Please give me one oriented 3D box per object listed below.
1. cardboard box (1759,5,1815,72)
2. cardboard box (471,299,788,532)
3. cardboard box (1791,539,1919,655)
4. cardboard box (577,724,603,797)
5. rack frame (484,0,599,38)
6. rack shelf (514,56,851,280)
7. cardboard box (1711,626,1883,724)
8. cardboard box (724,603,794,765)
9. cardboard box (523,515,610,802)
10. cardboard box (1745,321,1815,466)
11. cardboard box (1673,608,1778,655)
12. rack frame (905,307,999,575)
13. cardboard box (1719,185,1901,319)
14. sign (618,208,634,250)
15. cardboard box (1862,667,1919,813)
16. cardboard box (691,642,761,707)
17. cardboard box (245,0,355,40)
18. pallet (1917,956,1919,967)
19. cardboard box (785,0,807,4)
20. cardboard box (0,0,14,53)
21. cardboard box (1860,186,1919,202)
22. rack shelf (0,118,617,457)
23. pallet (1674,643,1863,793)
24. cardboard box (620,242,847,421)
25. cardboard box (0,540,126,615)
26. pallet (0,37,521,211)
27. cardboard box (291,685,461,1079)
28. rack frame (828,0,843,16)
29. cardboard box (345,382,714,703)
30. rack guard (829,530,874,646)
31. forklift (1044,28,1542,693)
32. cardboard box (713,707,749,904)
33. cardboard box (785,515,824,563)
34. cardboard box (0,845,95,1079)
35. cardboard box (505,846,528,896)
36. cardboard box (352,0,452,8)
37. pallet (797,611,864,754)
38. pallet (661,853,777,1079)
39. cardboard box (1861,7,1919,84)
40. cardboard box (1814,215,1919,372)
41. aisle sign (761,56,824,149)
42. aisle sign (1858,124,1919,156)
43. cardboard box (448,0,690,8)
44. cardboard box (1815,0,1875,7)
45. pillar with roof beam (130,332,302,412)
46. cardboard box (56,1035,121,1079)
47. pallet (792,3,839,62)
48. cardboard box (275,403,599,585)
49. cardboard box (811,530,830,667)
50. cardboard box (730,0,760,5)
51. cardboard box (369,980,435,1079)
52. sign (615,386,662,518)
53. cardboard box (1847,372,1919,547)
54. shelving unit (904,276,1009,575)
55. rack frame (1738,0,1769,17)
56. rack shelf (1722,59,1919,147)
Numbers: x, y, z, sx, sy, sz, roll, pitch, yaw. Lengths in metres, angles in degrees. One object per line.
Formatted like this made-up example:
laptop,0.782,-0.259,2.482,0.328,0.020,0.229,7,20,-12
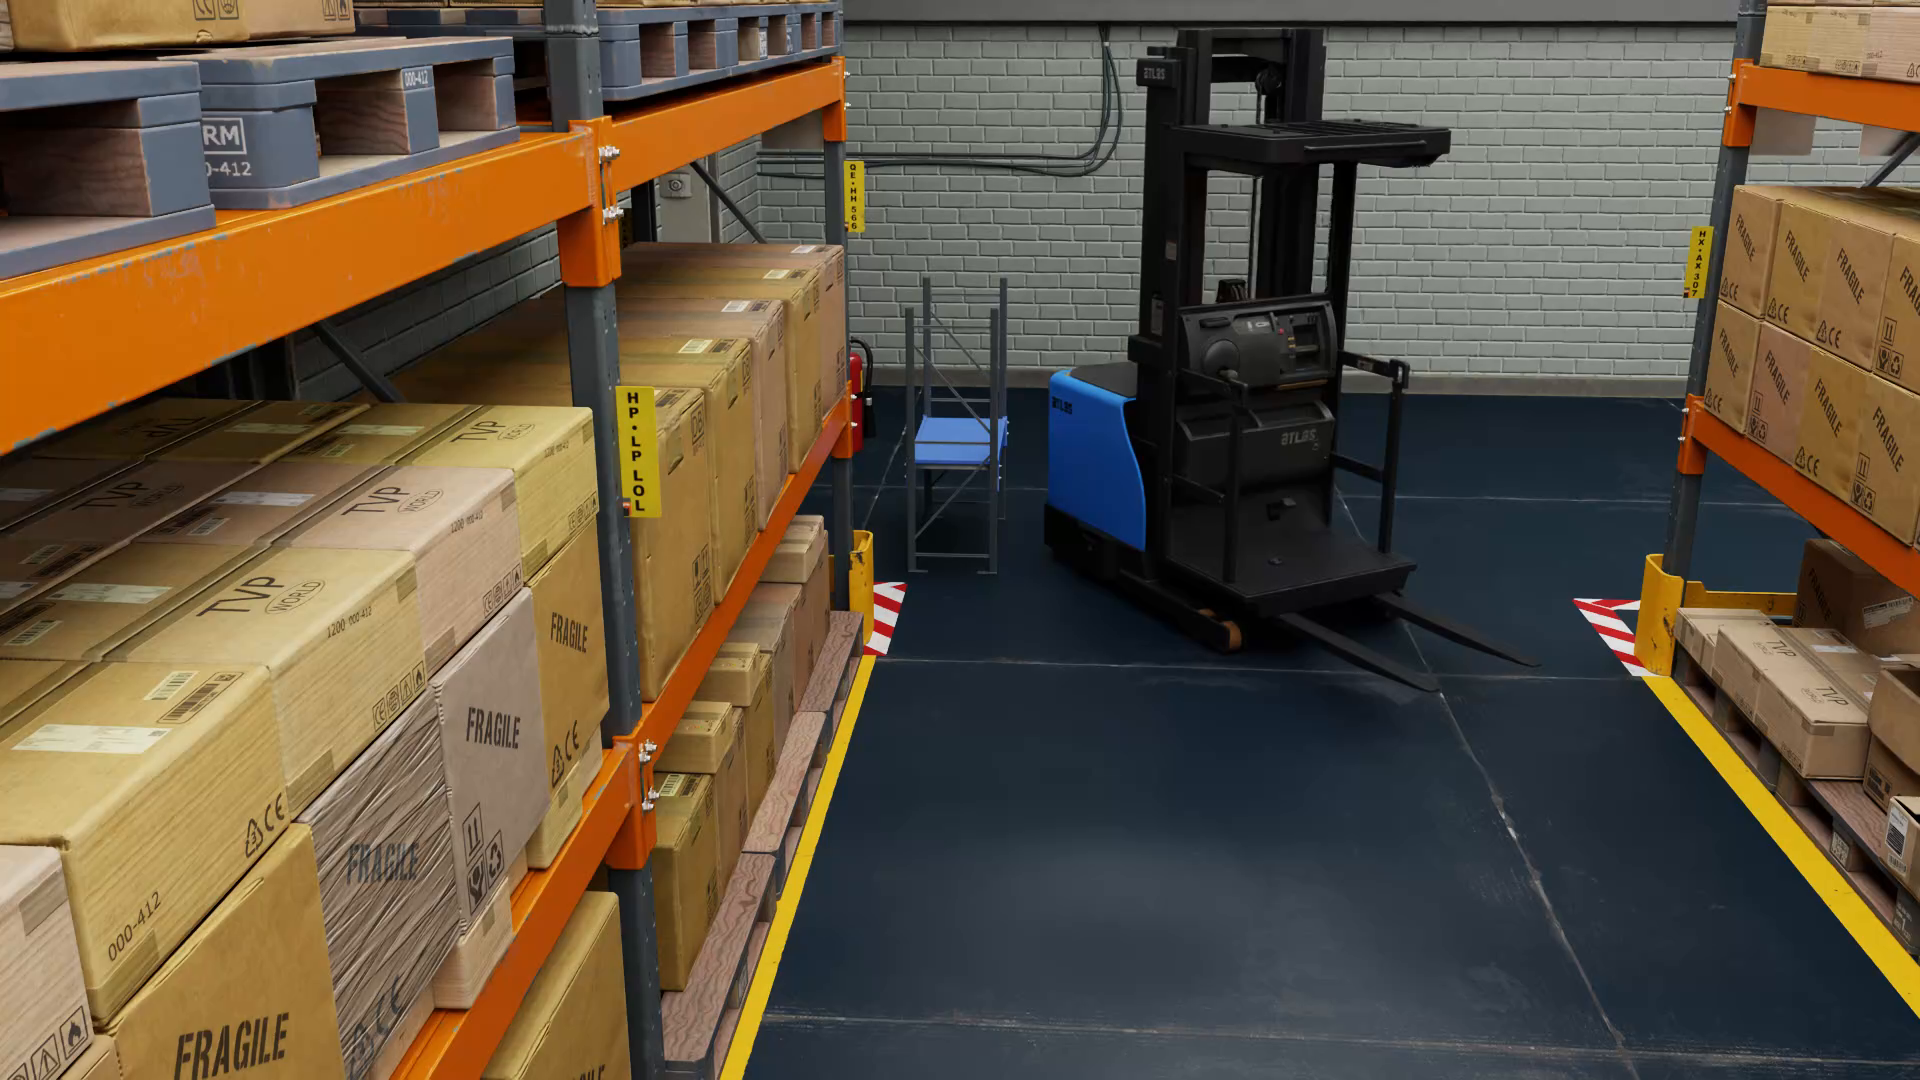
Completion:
cardboard box,3.616,-2.041,6.757,0.500,0.250,0.500,1,18,4
cardboard box,-1.166,-0.471,6.061,0.980,0.700,0.700,0,18,1
cardboard box,4.113,0.313,7.459,0.500,0.500,0.500,1,18,4
cardboard box,-1.063,0.514,3.909,0.380,0.149,0.250,1,18,4
rack frame,-1.321,-2.558,3.279,1.000,3.000,0.127,1,18,4
rack shelf,-1.178,-1.412,5.754,1.077,0.370,4.000,1,18,4
cardboard box,3.549,0.575,7.060,0.500,0.250,0.500,1,18,4
cardboard box,-1.056,0.570,6.707,0.700,0.500,0.500,1,18,2
cardboard box,-1.103,0.243,3.693,0.500,0.500,0.500,1,18,3
cardboard box,3.580,-0.596,6.763,0.500,0.500,0.500,1,18,3
cardboard box,3.534,0.428,7.672,0.380,0.149,0.250,1,18,4
rack frame,-0.043,-0.528,9.127,0.500,1.500,0.032,1,18,4
cardboard box,3.612,-1.231,7.097,0.500,0.500,0.500,2,18,6
sign,-1.588,-1.413,7.901,0.100,0.325,0.005,1,18,4
cardboard box,3.749,0.796,5.980,0.797,0.503,0.637,1,18,4
cardboard box,-0.922,0.478,5.945,0.380,0.149,0.250,1,18,2
cardboard box,-1.494,-1.119,2.835,0.700,0.500,0.500,0,18,1
pallet,3.670,1.514,4.964,1.003,0.211,1.213,1,18,4
cardboard box,-0.859,-2.156,6.274,0.500,0.250,0.500,1,18,2
cardboard box,-1.569,-0.790,1.833,0.700,0.500,0.500,1,18,4
cardboard box,4.149,-1.219,7.059,0.500,0.500,0.500,1,18,3
rack shelf,-1.465,-0.170,1.962,1.077,0.370,4.000,1,18,4
pallet,3.845,0.756,7.277,1.003,0.211,1.213,1,18,4
cardboard box,-1.061,-0.934,7.474,0.980,0.700,0.700,2,18,6
cardboard box,-1.676,0.193,2.641,0.500,0.250,0.500,1,18,2
pallet,-1.338,-0.756,2.903,0.805,0.209,1.217,1,18,2
cardboard box,-1.174,0.558,2.733,0.500,0.500,0.500,1,18,4
rack frame,-1.035,-3.801,7.070,1.000,3.000,0.127,1,18,4
cardboard box,-1.266,-0.018,4.679,0.980,0.700,0.700,2,18,5
rack guard,-1.033,0.231,8.416,1.175,0.500,0.348,1,18,4
forklift,1.624,-0.989,8.235,1.130,2.935,3.031,-9,20,-27
cardboard box,-1.126,0.895,5.715,0.700,0.500,0.500,1,18,3
cardboard box,-0.813,-0.006,7.423,0.380,0.149,0.250,1,18,3
cardboard box,-1.249,0.523,1.636,0.500,0.250,0.500,1,18,4
cardboard box,-1.121,0.672,3.426,0.380,0.149,0.250,2,18,6
cardboard box,-1.506,-1.526,4.353,0.500,0.250,0.500,1,18,4
pallet,-1.014,0.625,7.675,1.003,0.211,1.213,1,18,4
pallet,-1.189,1.383,5.363,1.003,0.211,1.213,1,18,4
cardboard box,3.533,-1.730,5.810,0.500,0.250,0.500,1,18,4
cardboard box,3.541,-0.913,6.127,0.500,0.500,0.500,2,18,5
aisle sign,-0.730,-2.201,7.647,0.394,0.787,0.004,1,18,4
aisle sign,4.217,-2.090,7.309,0.394,0.787,0.004,1,18,4
cardboard box,-1.009,-1.517,4.325,0.500,0.250,0.500,1,18,4
cardboard box,3.567,-2.123,6.206,0.500,0.250,0.500,1,18,4
pillar with roof beam,2.160,-2.699,3.708,9.100,9.000,0.400,1,18,4
cardboard box,-1.235,0.875,1.766,0.500,0.500,0.500,1,18,4
pallet,-1.077,-2.102,6.847,1.003,0.211,1.213,1,18,4
cardboard box,-1.100,-0.111,3.571,0.500,0.250,0.500,2,18,5
cardboard box,-0.985,0.258,7.658,0.700,0.500,0.500,1,18,4
cardboard box,-0.929,-1.835,5.294,0.500,0.250,0.500,1,18,2
cardboard box,-1.165,0.830,2.944,0.380,0.149,0.250,1,18,4
sign,-0.780,-0.211,4.017,0.100,0.325,0.005,1,18,4
cardboard box,3.504,-0.285,5.814,0.500,0.500,0.500,2,18,5
shelving unit,-0.006,-0.686,9.609,0.538,1.500,1.048,1,18,4
rack frame,3.906,-3.691,6.736,1.000,3.000,0.127,1,18,4
rack shelf,3.763,-1.303,5.420,1.077,0.370,4.000,1,18,4
